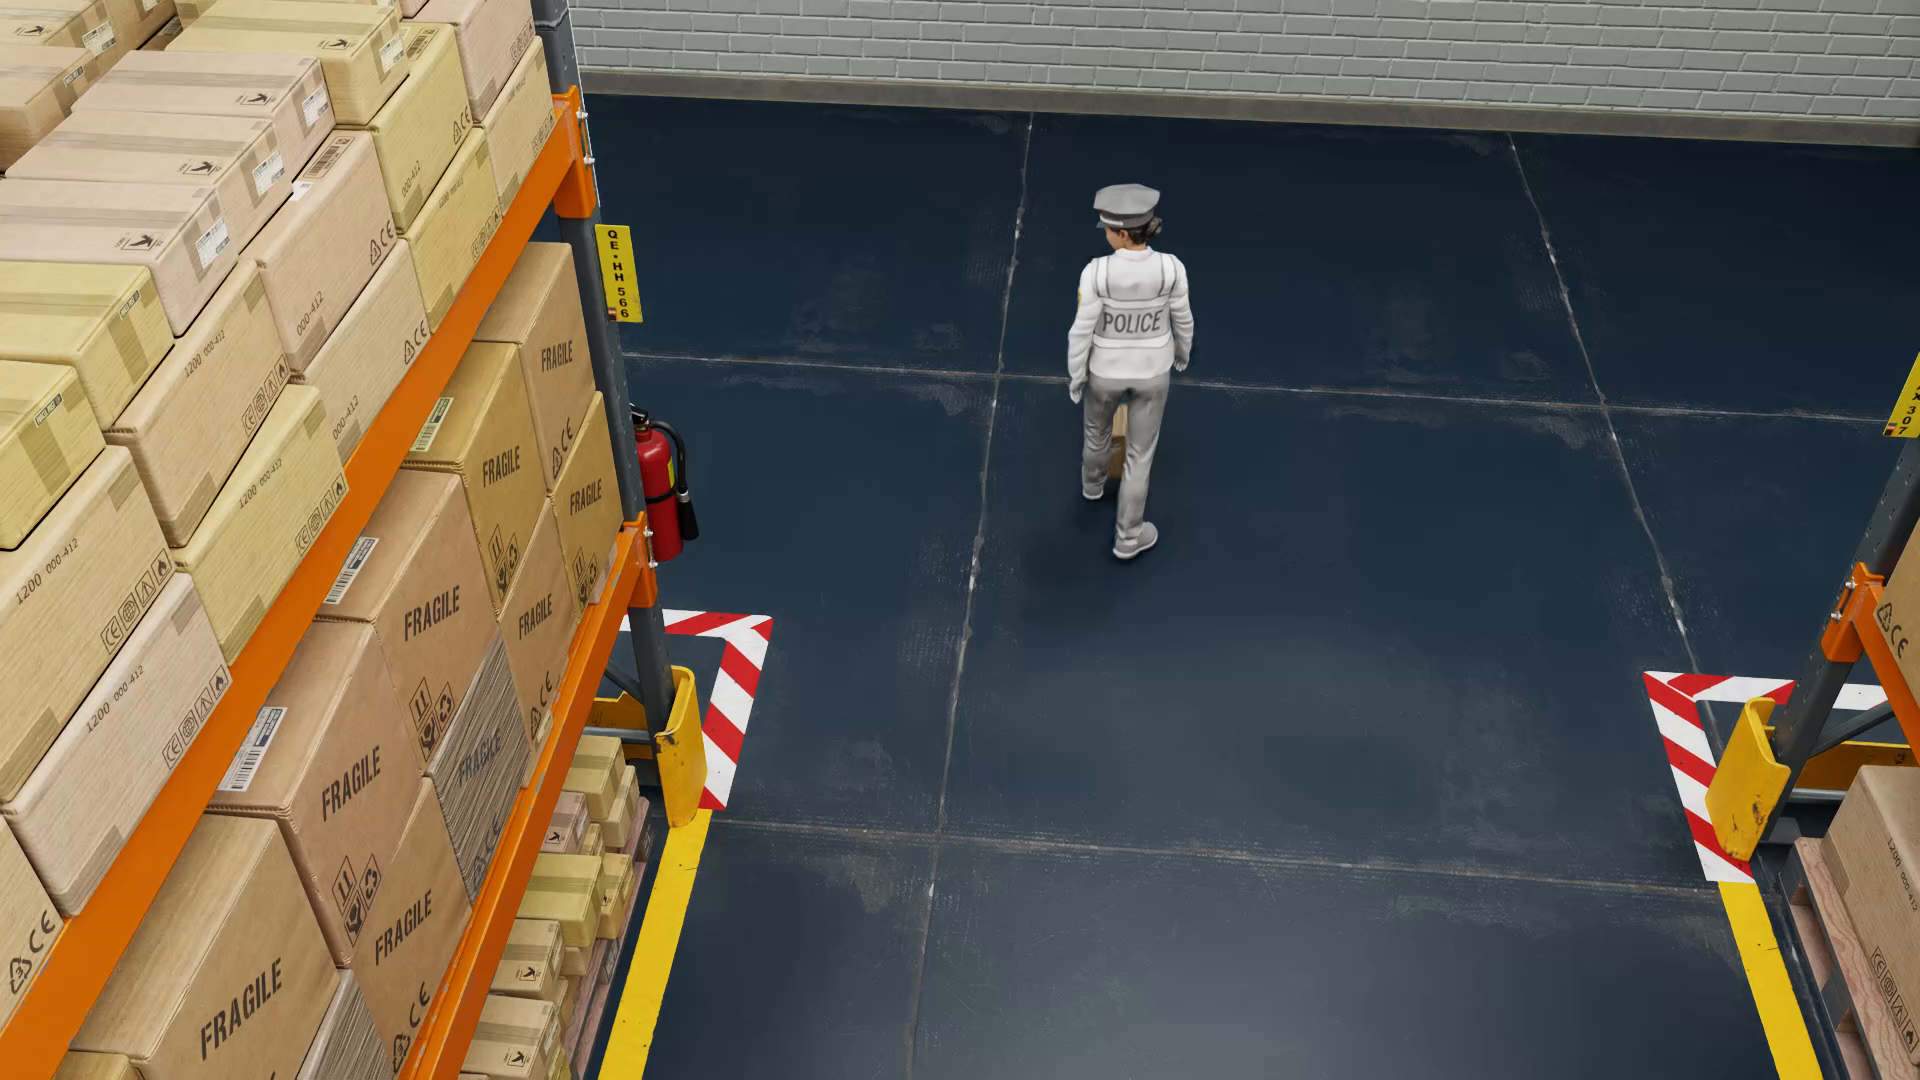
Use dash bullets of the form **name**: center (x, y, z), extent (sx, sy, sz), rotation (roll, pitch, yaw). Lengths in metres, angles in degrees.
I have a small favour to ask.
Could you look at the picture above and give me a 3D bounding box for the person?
- **person**: center (0.712, -0.749, 7.013), extent (0.521, 1.646, 0.725), rotation (3, 40, 4)
